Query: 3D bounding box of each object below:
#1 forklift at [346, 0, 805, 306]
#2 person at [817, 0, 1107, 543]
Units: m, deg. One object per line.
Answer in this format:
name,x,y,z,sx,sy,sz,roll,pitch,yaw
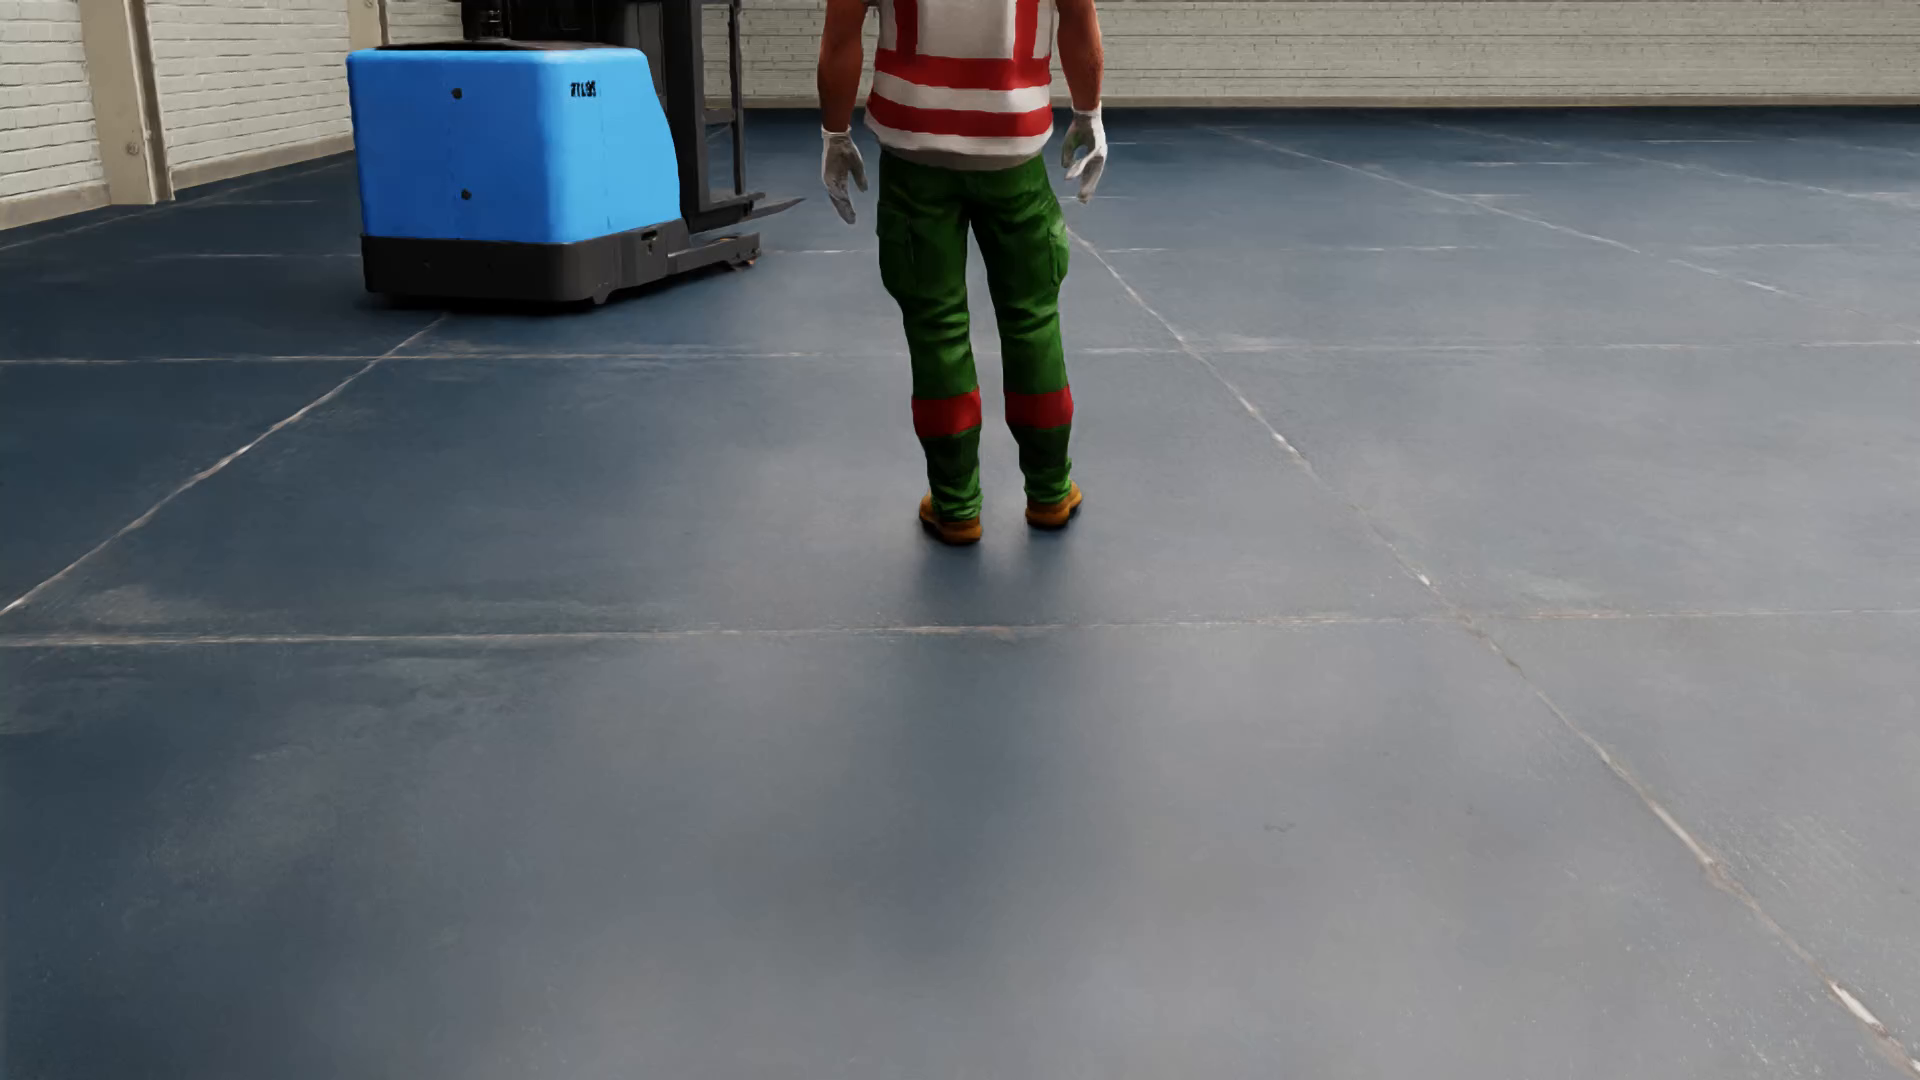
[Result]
forklift,-1.662,-2.782,8.002,1.130,2.935,3.031,5,18,16
person,0.007,-0.886,3.732,0.637,1.787,0.563,-1,17,-3
